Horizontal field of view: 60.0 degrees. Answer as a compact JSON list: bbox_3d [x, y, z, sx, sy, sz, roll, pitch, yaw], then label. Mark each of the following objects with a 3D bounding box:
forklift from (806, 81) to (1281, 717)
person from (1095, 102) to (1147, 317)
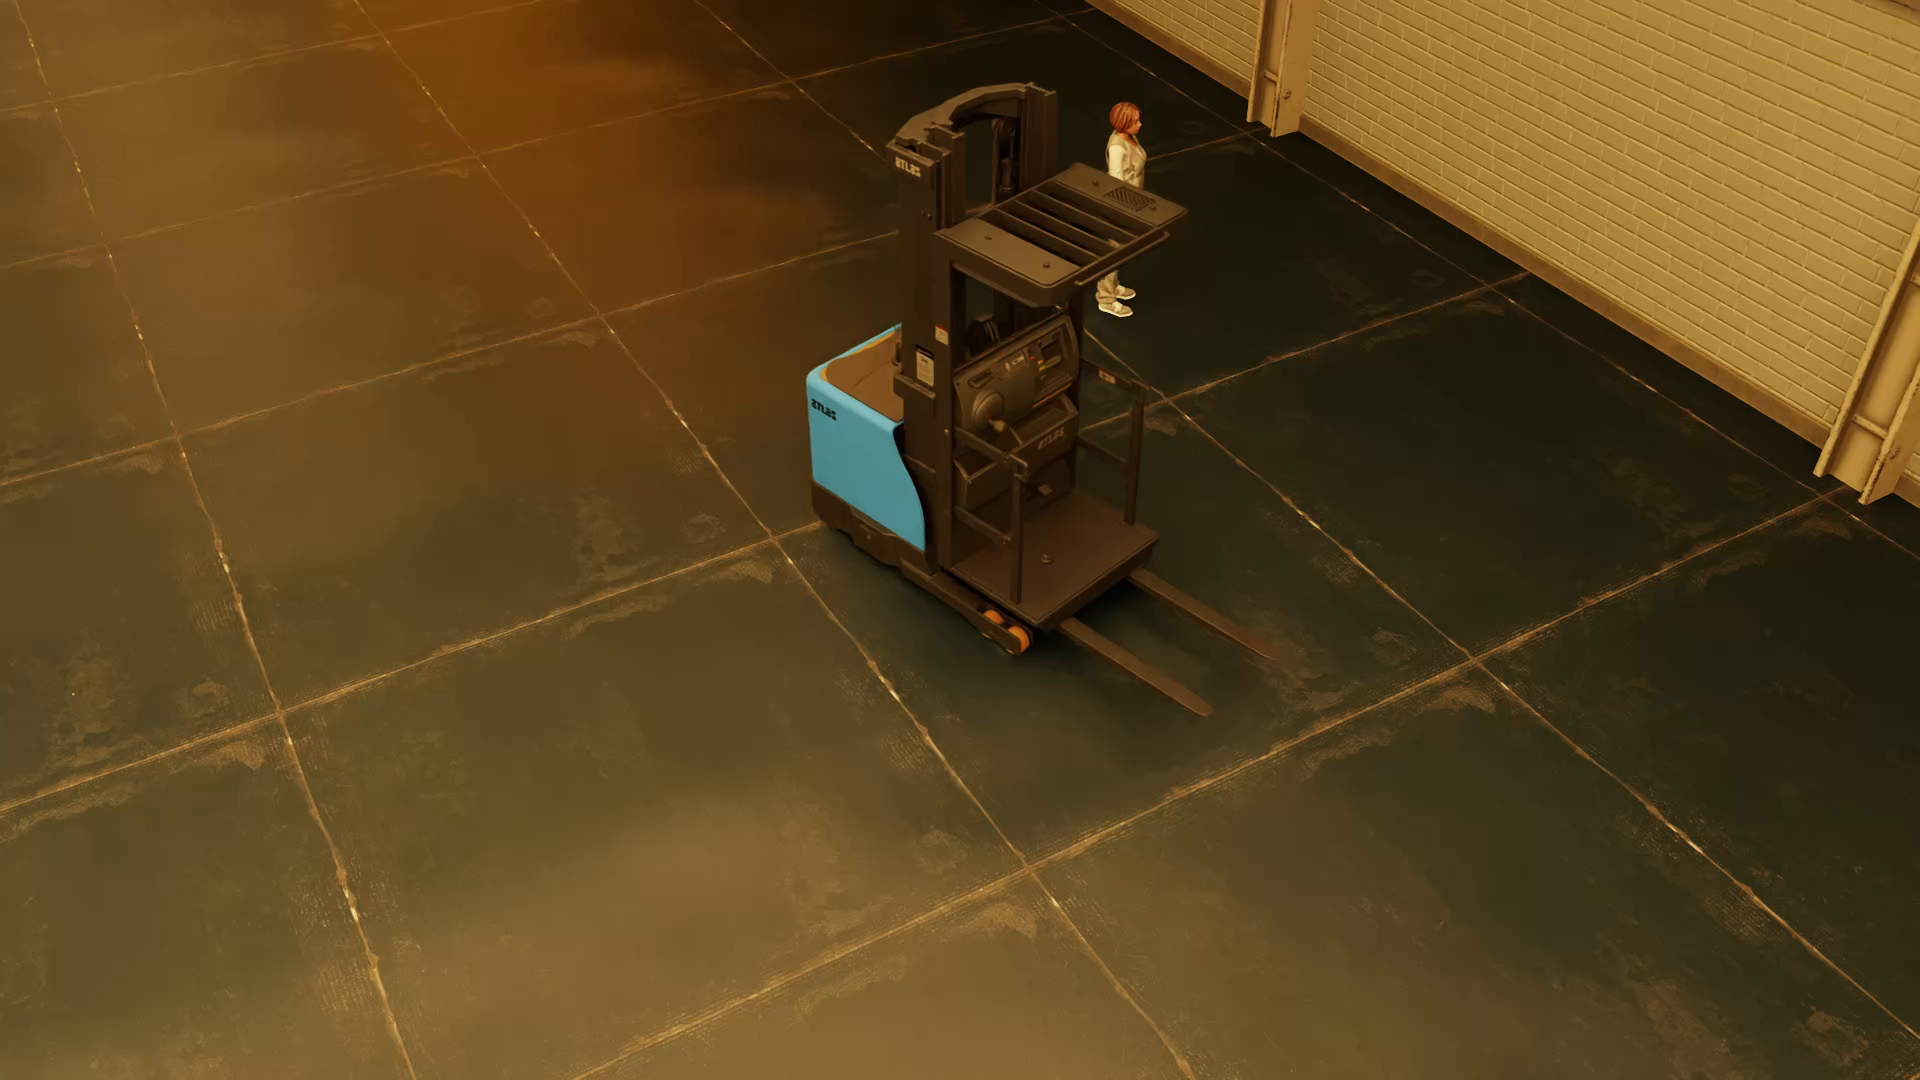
[{"bbox_3d":[0.469,-0.847,9.057,3.031,2.935,1.130,32,49,33],"label":"forklift"},{"bbox_3d":[1.162,-2.392,11.974,0.314,1.588,0.410,8,40,10],"label":"person"}]
